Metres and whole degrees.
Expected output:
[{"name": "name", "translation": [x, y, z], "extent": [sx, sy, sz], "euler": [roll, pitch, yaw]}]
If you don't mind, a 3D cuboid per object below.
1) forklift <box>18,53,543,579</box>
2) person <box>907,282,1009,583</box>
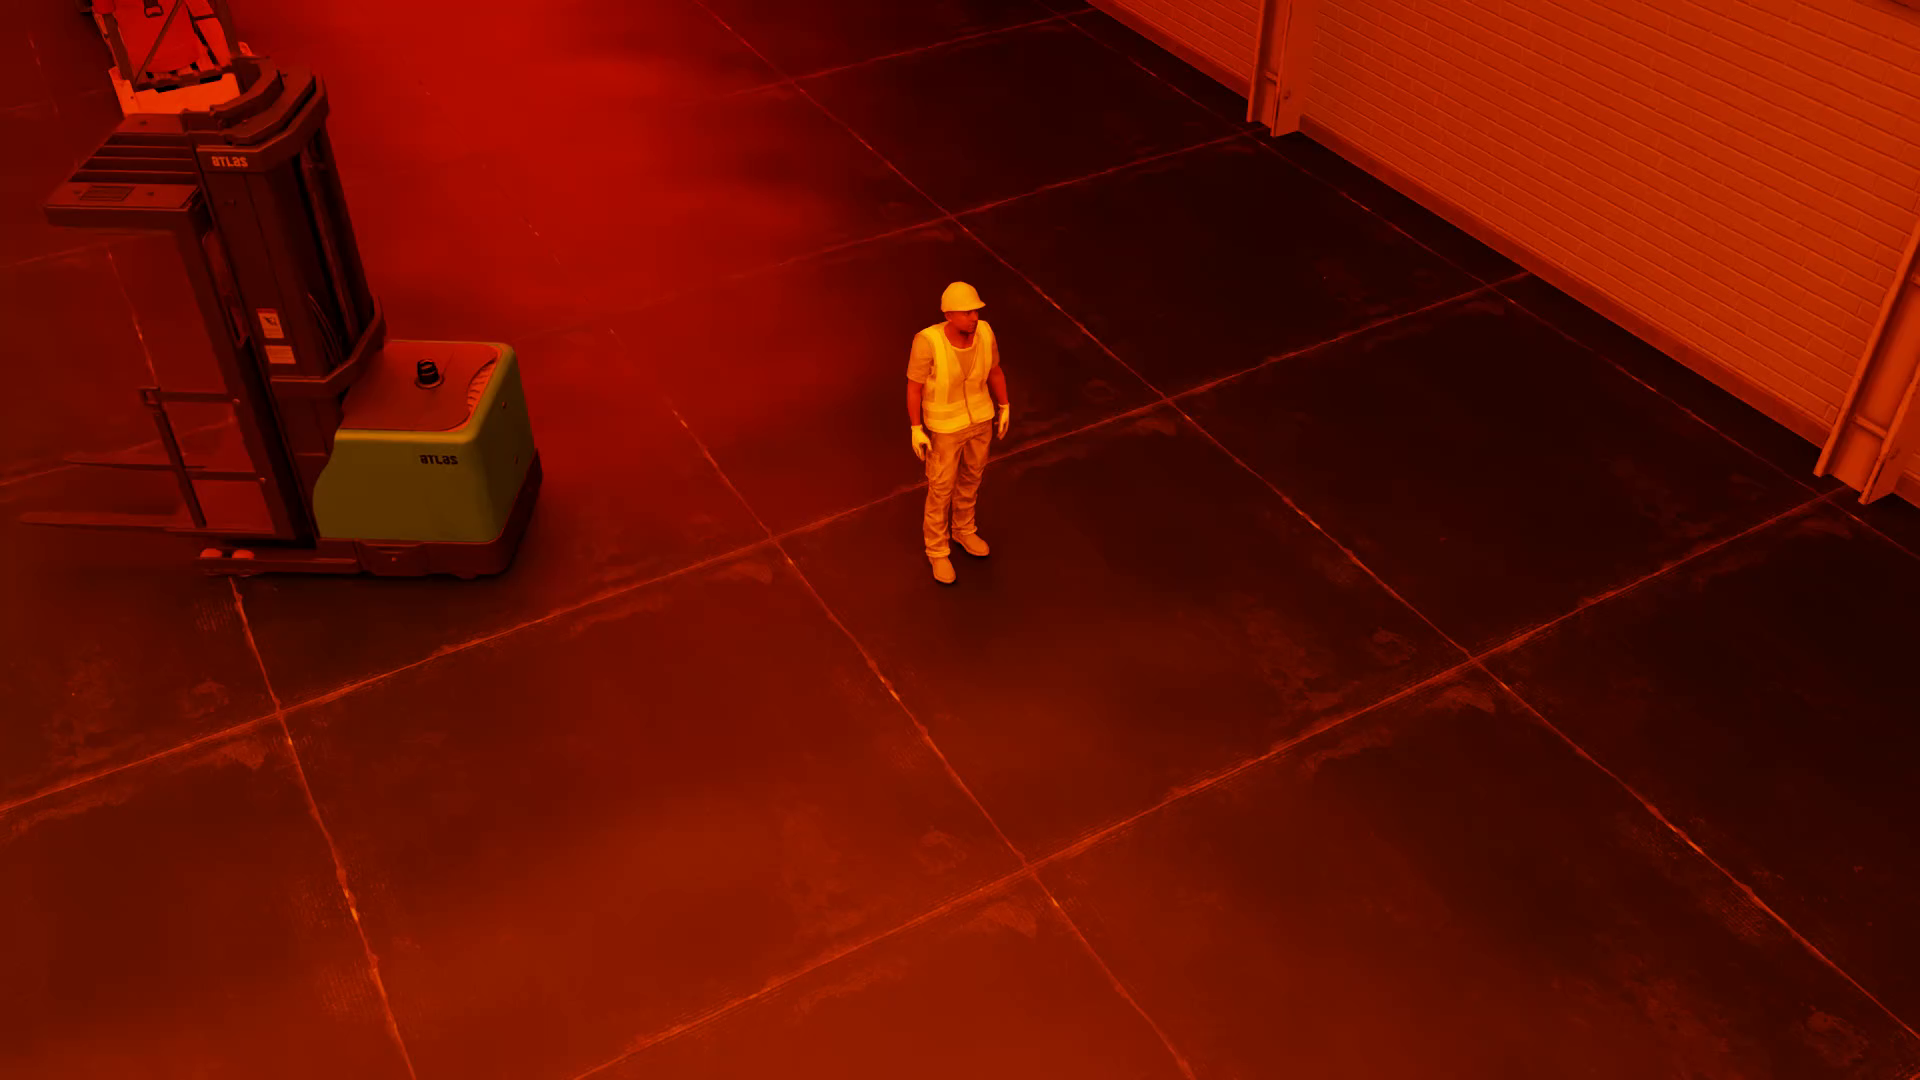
[{"name": "forklift", "translation": [-4.215, -1.242, 9.533], "extent": [3.031, 2.935, 1.130], "euler": [2, 40, 2]}, {"name": "person", "translation": [0.029, -0.647, 9.708], "extent": [0.657, 1.779, 0.574], "euler": [-20, 44, -23]}]
